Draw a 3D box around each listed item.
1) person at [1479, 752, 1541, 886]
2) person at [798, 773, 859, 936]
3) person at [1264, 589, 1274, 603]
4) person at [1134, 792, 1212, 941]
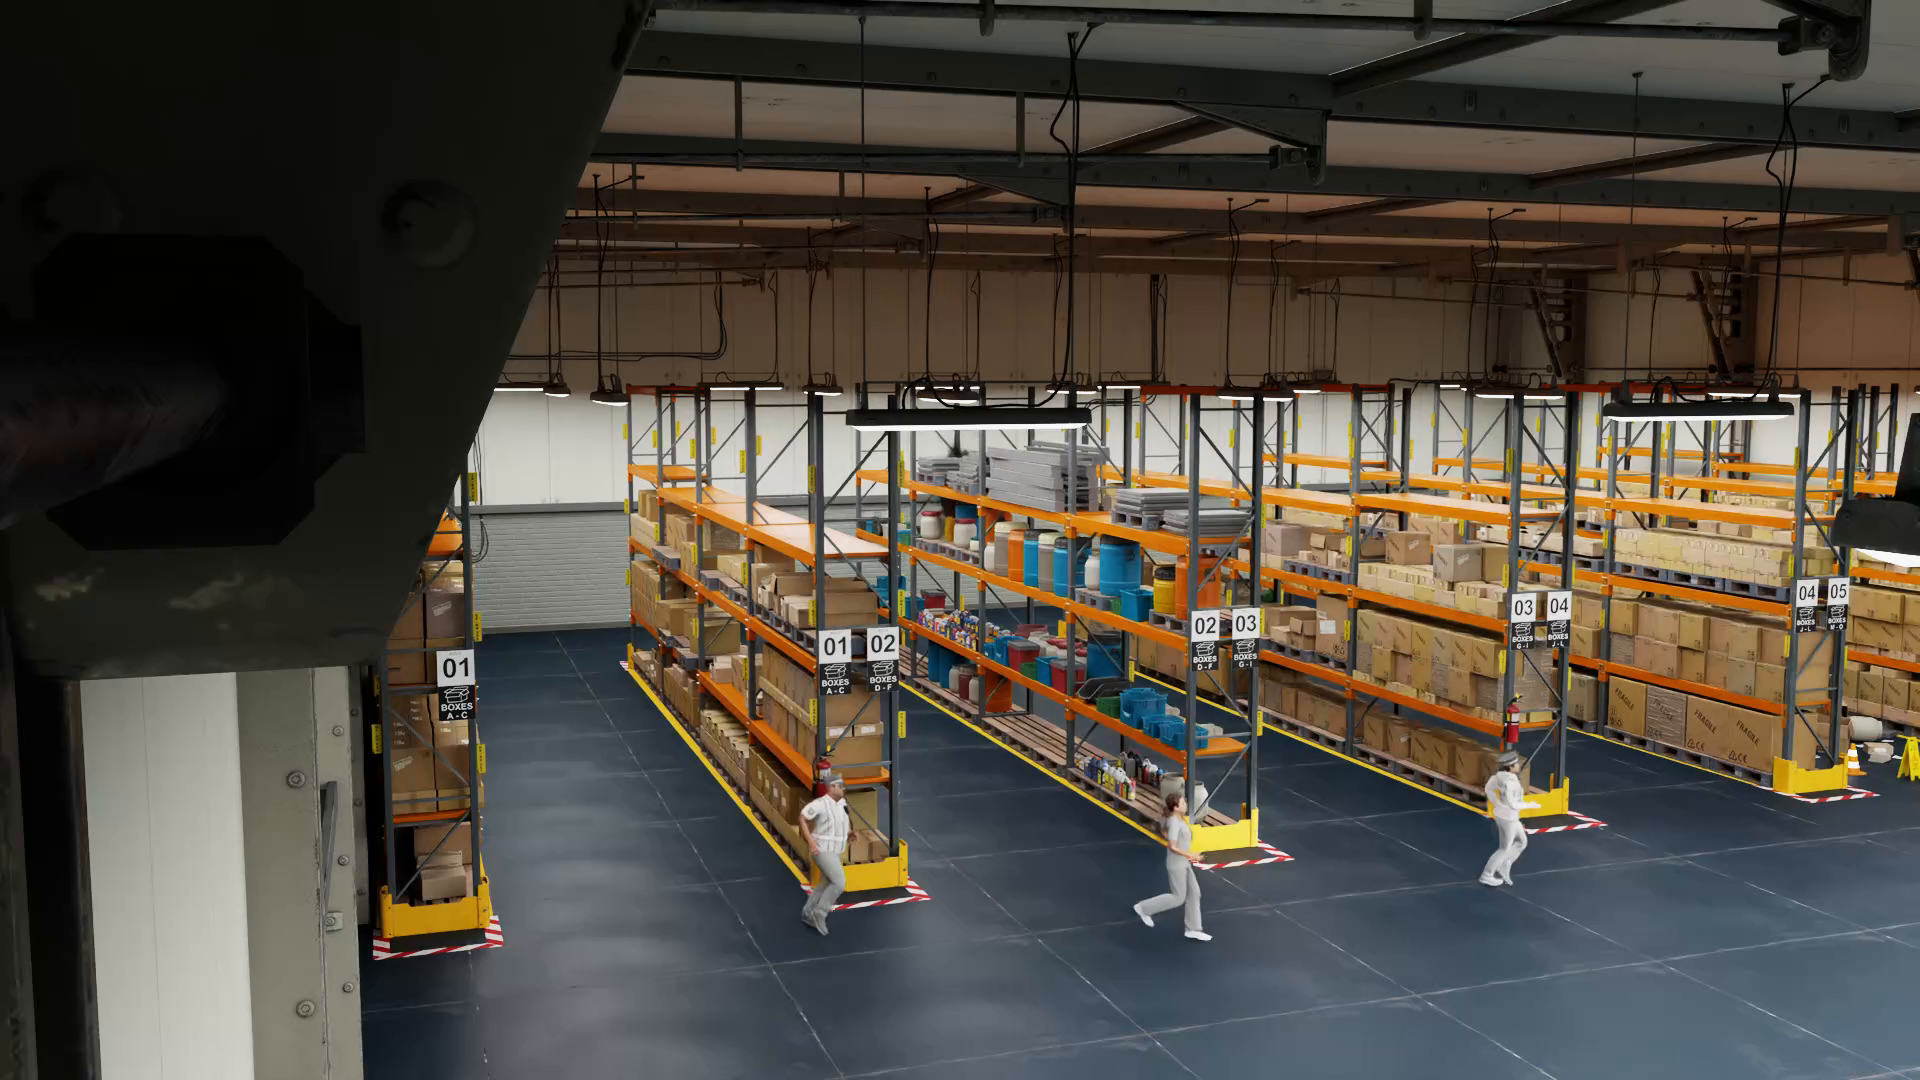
[{"bbox_3d":[6.715,3.413,20.279,0.673,1.702,0.564,1,6,7],"label":"person"},{"bbox_3d":[-1.474,3.536,18.875,0.675,1.765,0.723,3,6,23],"label":"person"},{"bbox_3d":[7.823,1.200,41.551,0.577,1.718,0.750,3,7,28],"label":"person"},{"bbox_3d":[2.375,3.618,18.467,0.866,1.664,0.576,1,6,9],"label":"person"}]
